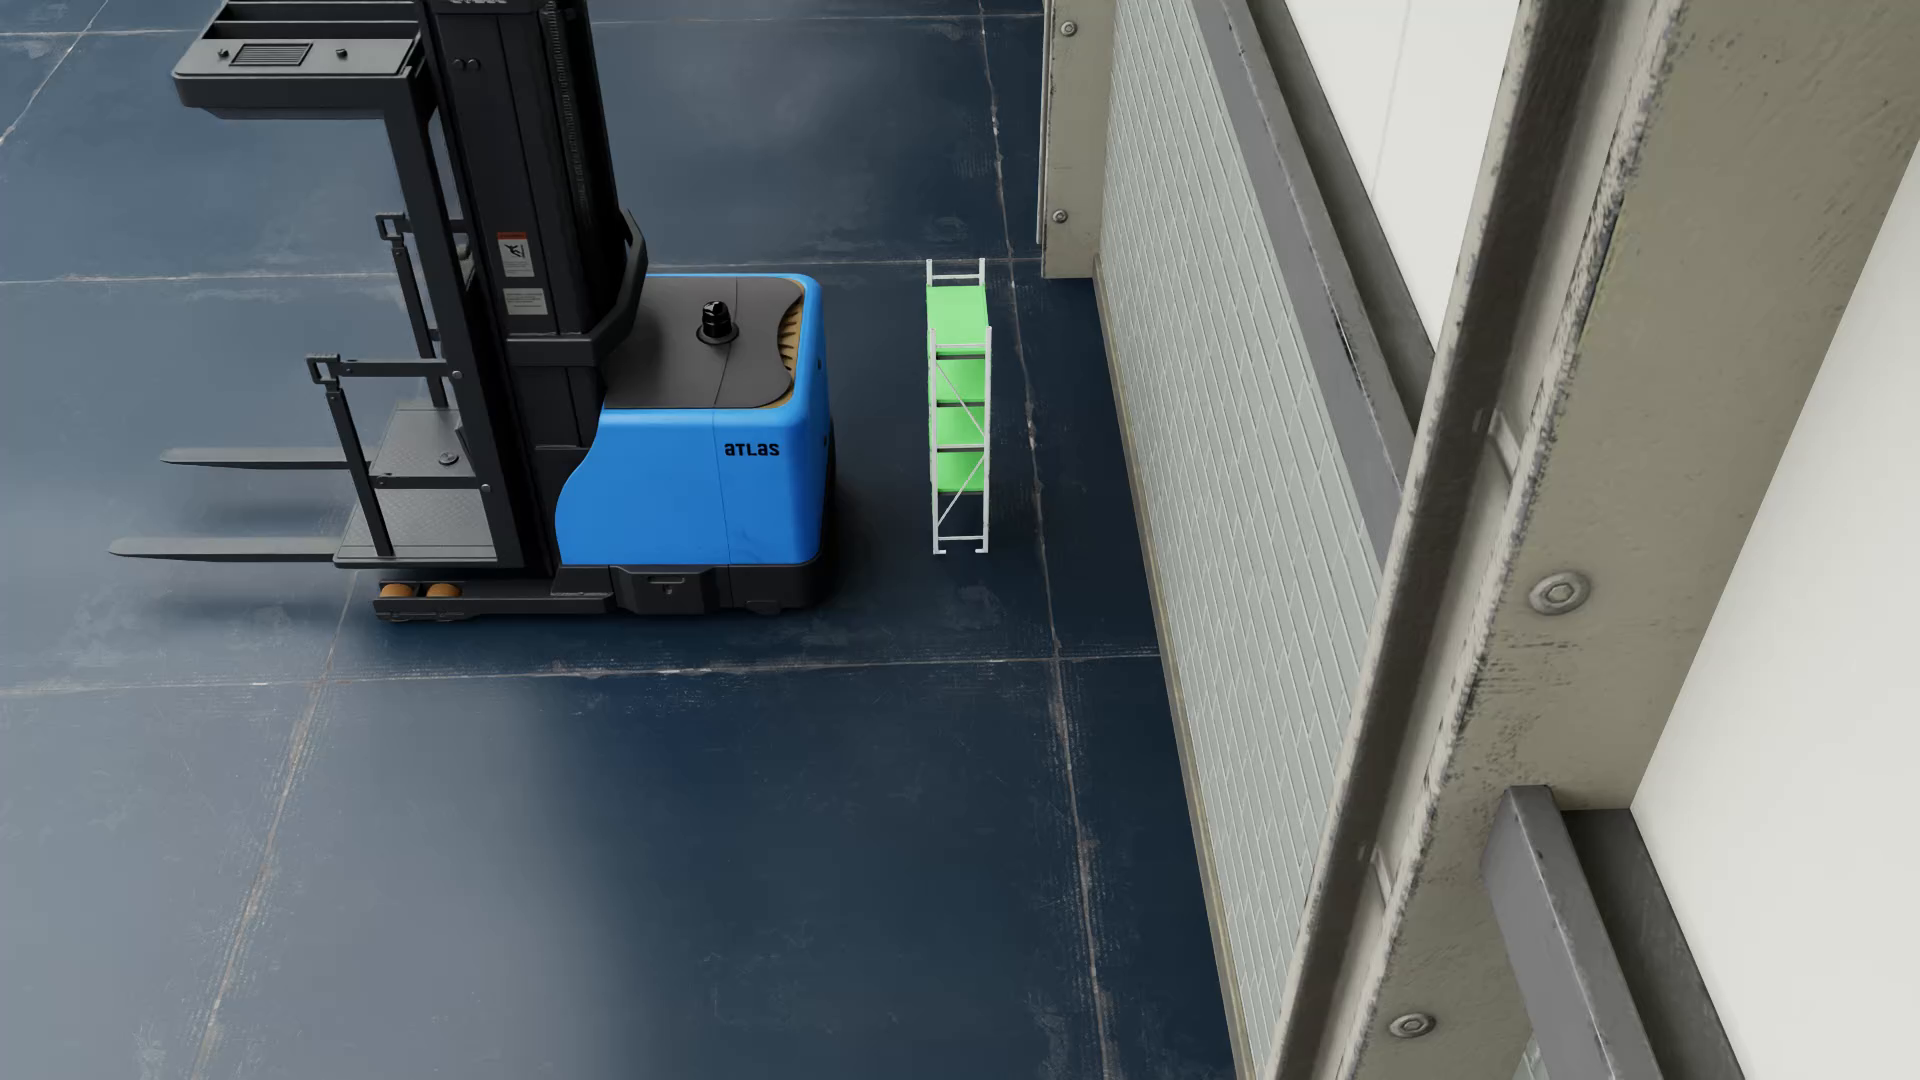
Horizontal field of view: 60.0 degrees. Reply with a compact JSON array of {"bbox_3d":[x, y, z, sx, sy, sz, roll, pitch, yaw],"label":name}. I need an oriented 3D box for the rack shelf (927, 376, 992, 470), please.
[{"bbox_3d":[-0.007,-0.507,7.159,0.258,0.148,0.480,-2,43,-2],"label":"rack shelf"}]

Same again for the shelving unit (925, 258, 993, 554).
[{"bbox_3d":[-0.007,-0.554,7.116,0.258,1.200,0.503,-2,43,-2],"label":"shelving unit"}]

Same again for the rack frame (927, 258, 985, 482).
[{"bbox_3d":[-0.017,-0.719,7.296,0.240,1.200,0.015,-2,43,-2],"label":"rack frame"}]

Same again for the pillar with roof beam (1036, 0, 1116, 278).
[{"bbox_3d":[-3.715,-4.738,5.909,9.100,9.000,0.400,-2,43,-2],"label":"pillar with roof beam"}]

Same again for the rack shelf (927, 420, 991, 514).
[{"bbox_3d":[-0.007,-0.330,7.322,0.258,0.148,0.480,-2,43,-2],"label":"rack shelf"}]

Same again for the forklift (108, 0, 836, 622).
[{"bbox_3d":[-2.087,-1.095,6.425,3.031,2.935,1.130,0,43,0],"label":"forklift"}]

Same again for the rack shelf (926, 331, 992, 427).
[{"bbox_3d":[-0.007,-0.684,6.997,0.258,0.148,0.480,-2,43,-2],"label":"rack shelf"}]

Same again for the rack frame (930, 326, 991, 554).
[{"bbox_3d":[0.003,-0.389,6.936,0.240,1.200,0.015,-2,43,-2],"label":"rack frame"}]

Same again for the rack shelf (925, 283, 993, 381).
[{"bbox_3d":[-0.007,-0.861,6.835,0.258,0.148,0.480,-2,43,-2],"label":"rack shelf"}]
